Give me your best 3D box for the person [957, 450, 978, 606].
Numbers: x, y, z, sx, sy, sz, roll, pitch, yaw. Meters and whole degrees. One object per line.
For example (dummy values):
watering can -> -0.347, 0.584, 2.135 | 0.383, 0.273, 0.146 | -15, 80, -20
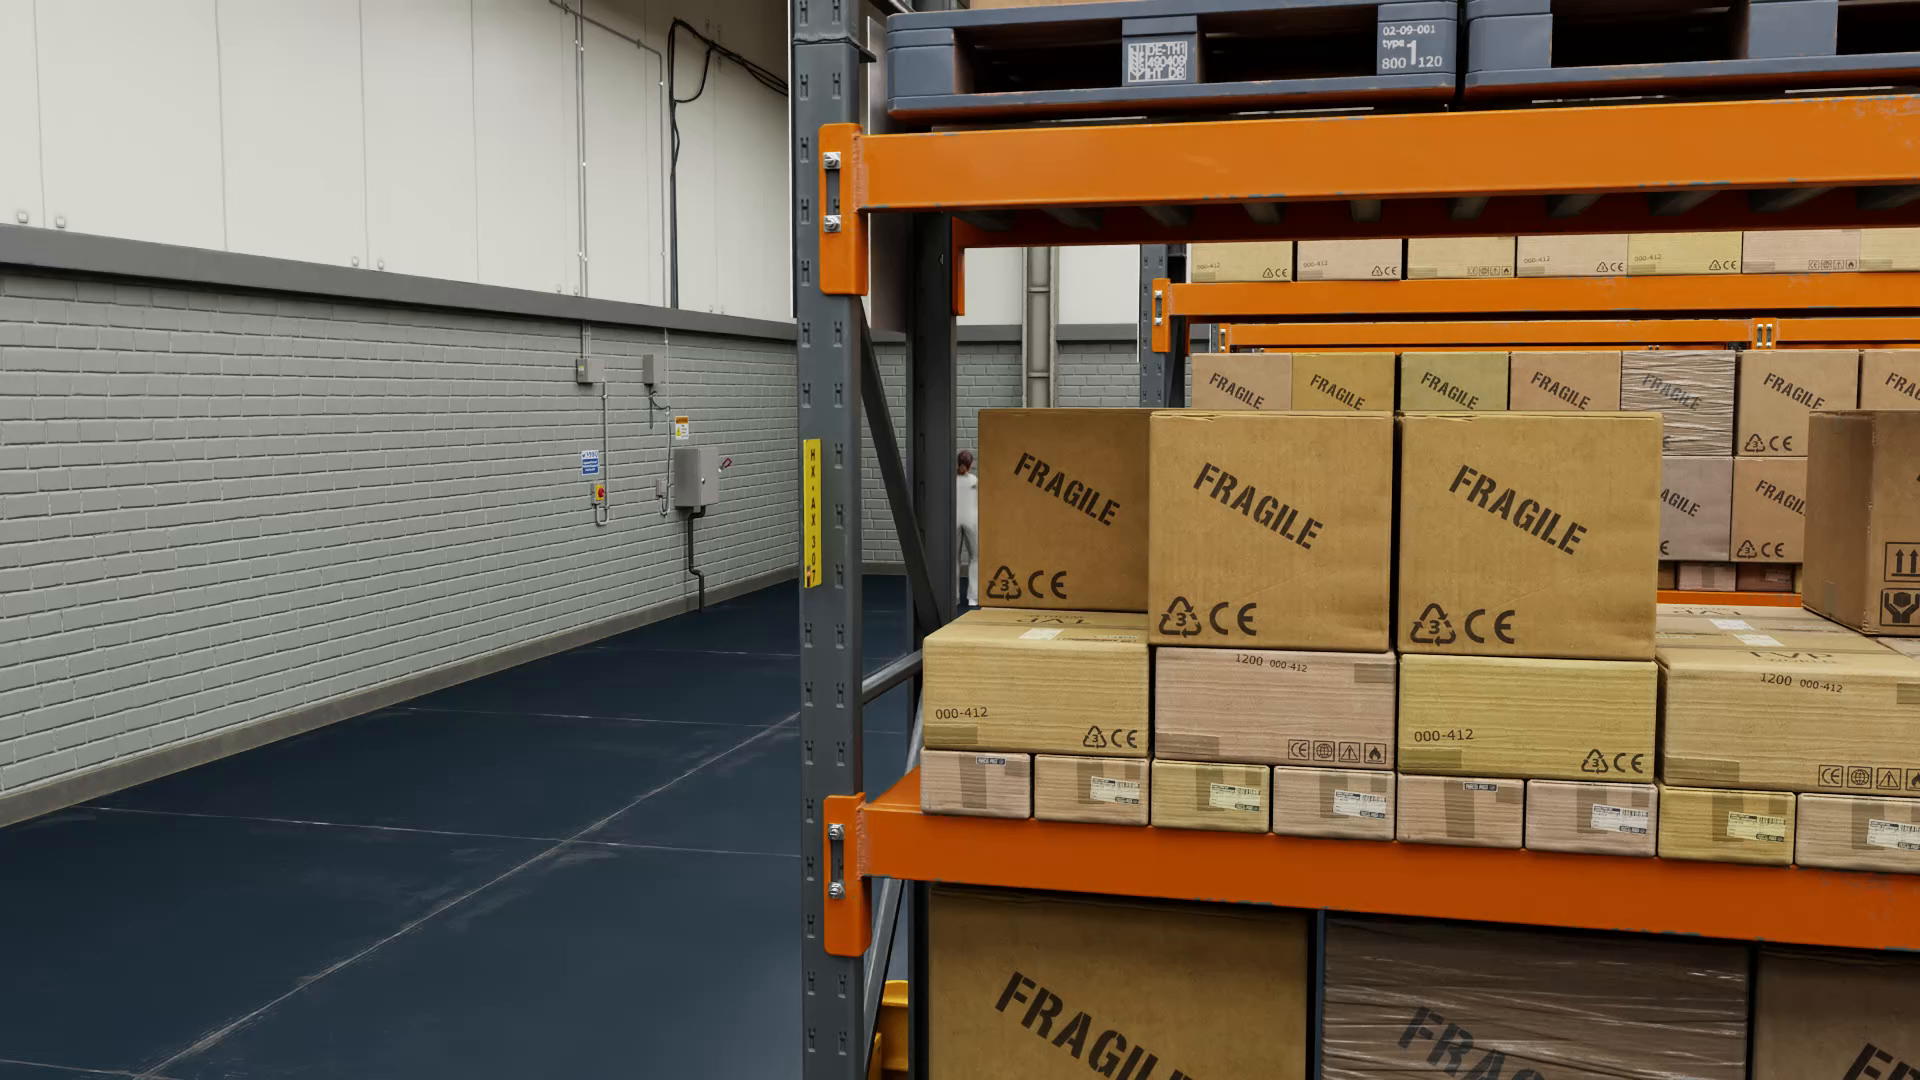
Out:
person -> 0.057, -0.135, 17.908 | 0.410, 1.664, 0.513 | 1, 5, 13
